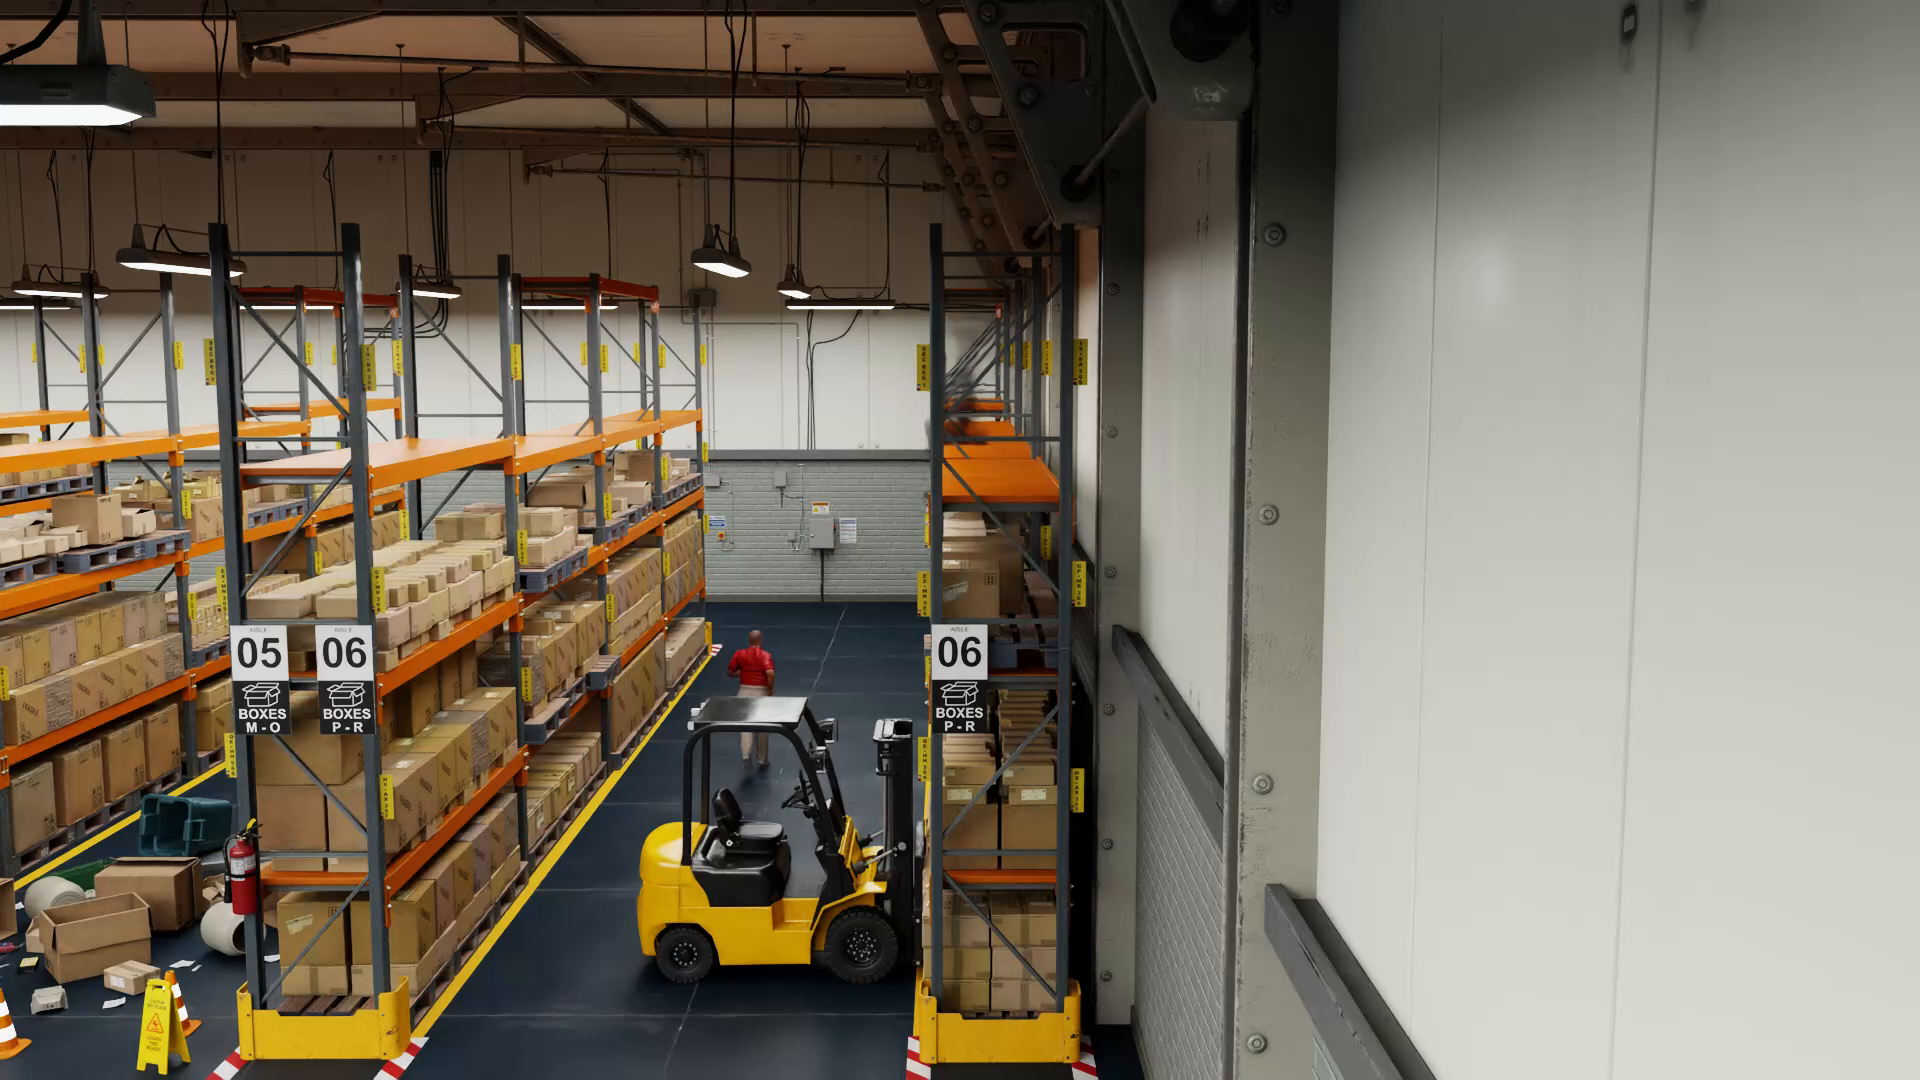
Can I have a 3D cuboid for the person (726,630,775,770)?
[{"bbox_3d":[-2.521,1.963,20.204,0.645,1.752,0.914,1,7,6],"label":"person"}]
